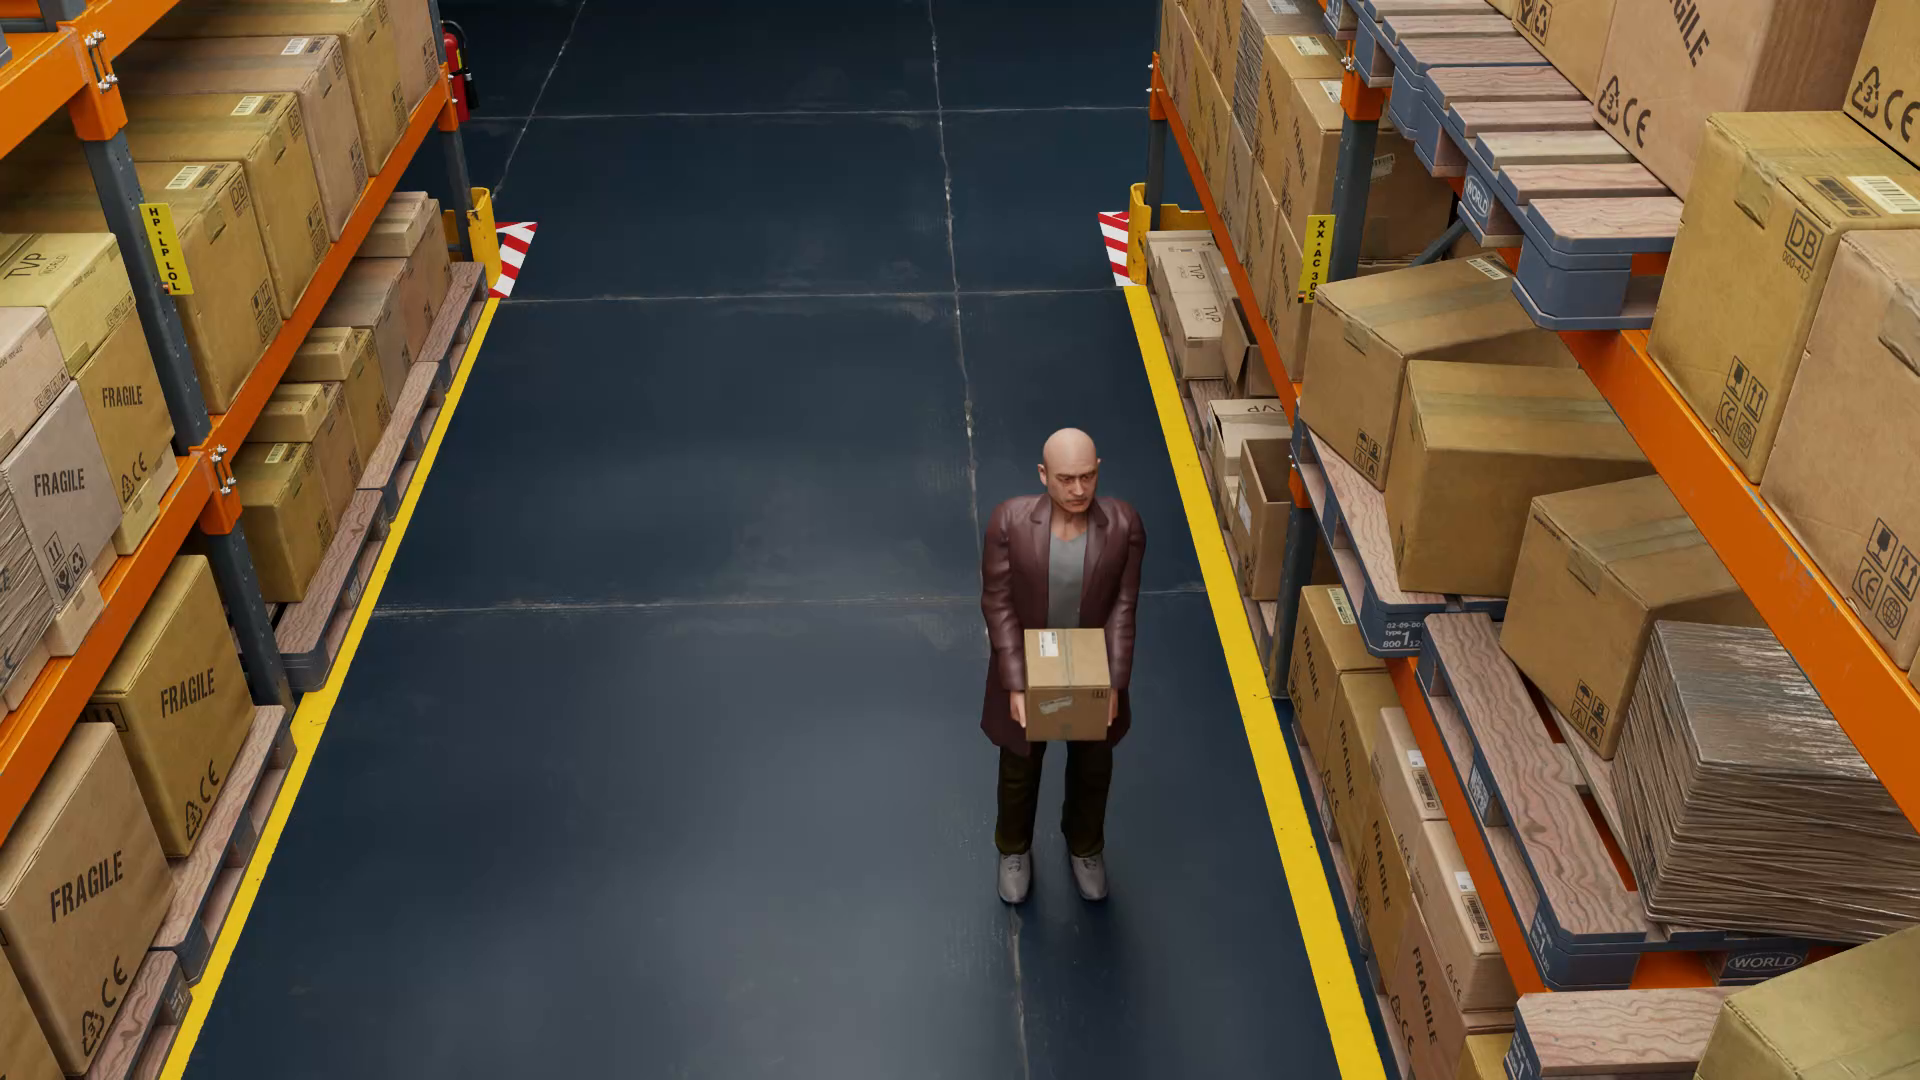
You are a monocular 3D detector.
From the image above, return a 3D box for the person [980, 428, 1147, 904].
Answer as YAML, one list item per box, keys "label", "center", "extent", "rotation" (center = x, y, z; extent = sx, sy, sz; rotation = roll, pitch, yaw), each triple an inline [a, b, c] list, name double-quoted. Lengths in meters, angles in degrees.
- label: "person"
  center: [0.332, 0.499, 5.445]
  extent: [0.529, 1.772, 0.561]
  rotation: [-1, 35, -1]
